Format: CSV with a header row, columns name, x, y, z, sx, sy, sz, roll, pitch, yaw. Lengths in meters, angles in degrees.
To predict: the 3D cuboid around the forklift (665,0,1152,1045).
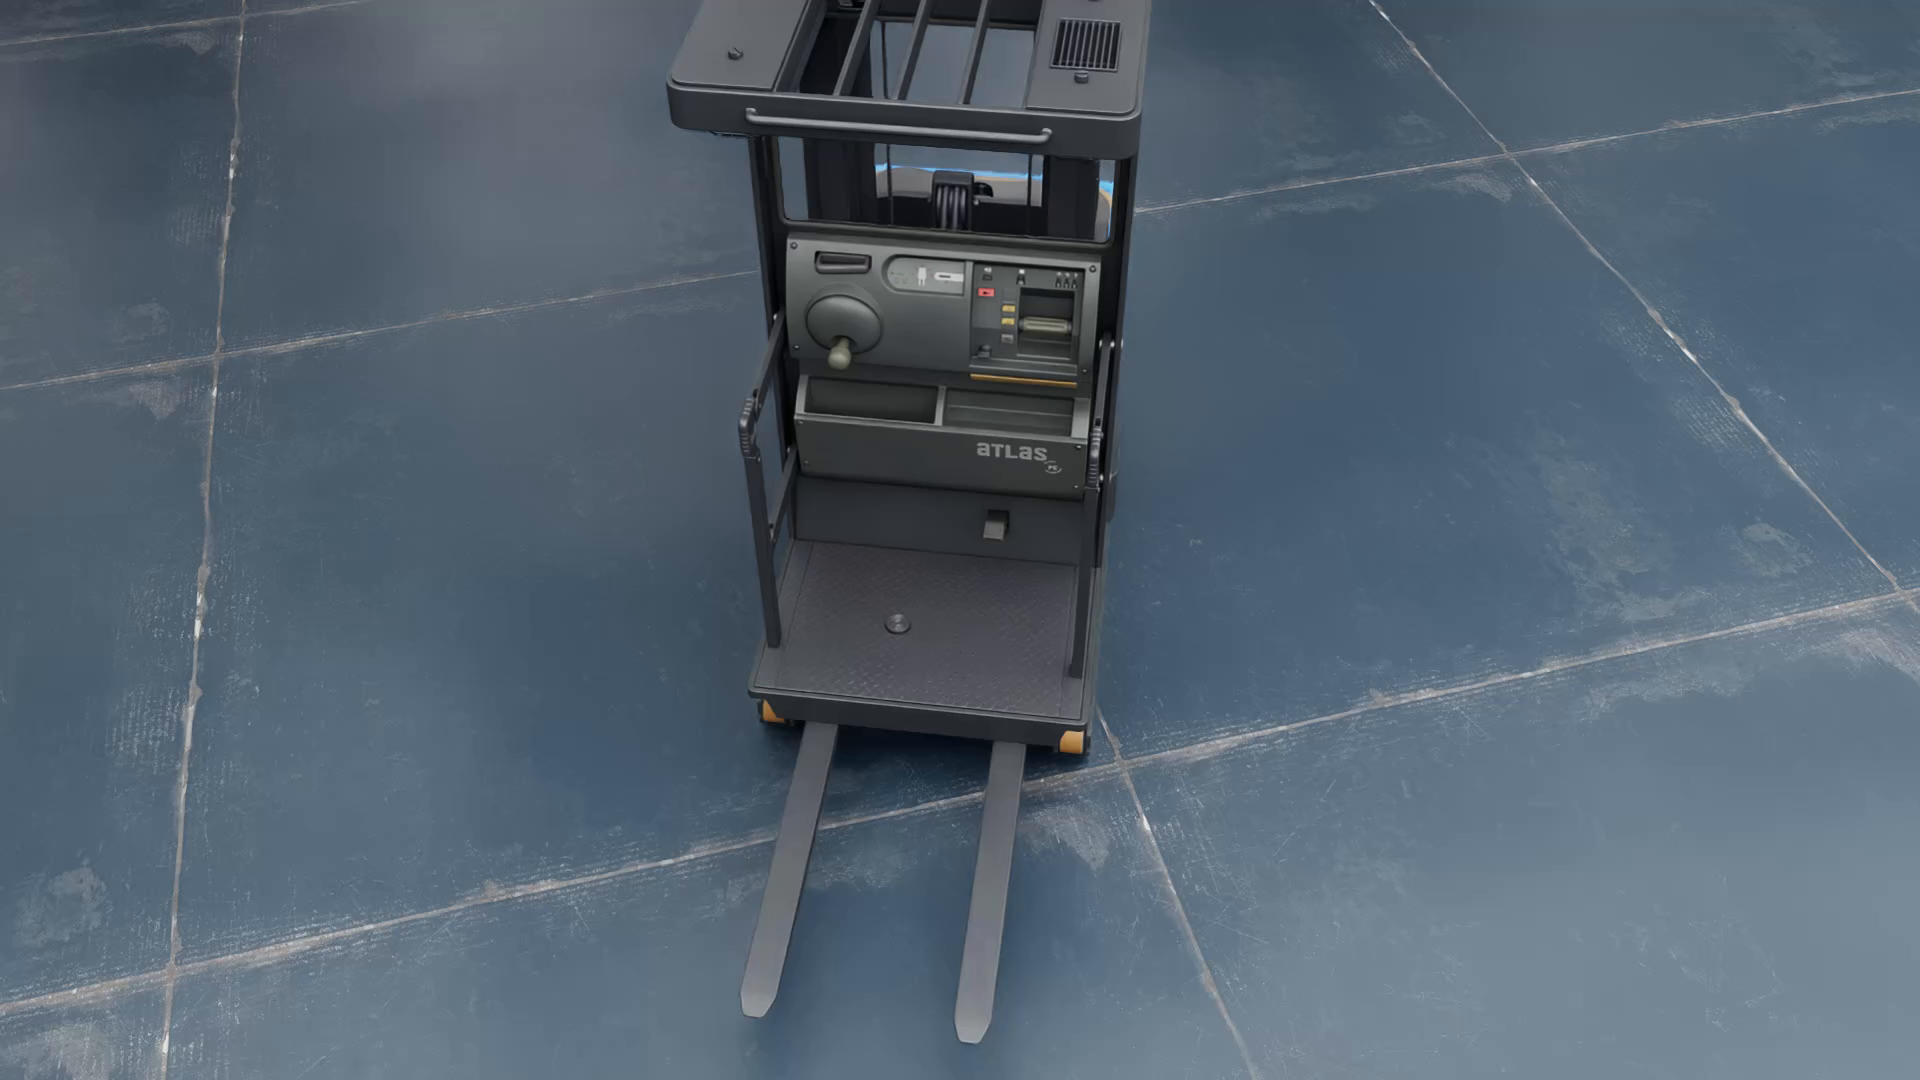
name,x,y,z,sx,sy,sz,roll,pitch,yaw
forklift,-0.081,-0.585,4.771,1.130,2.935,3.031,5,46,5
